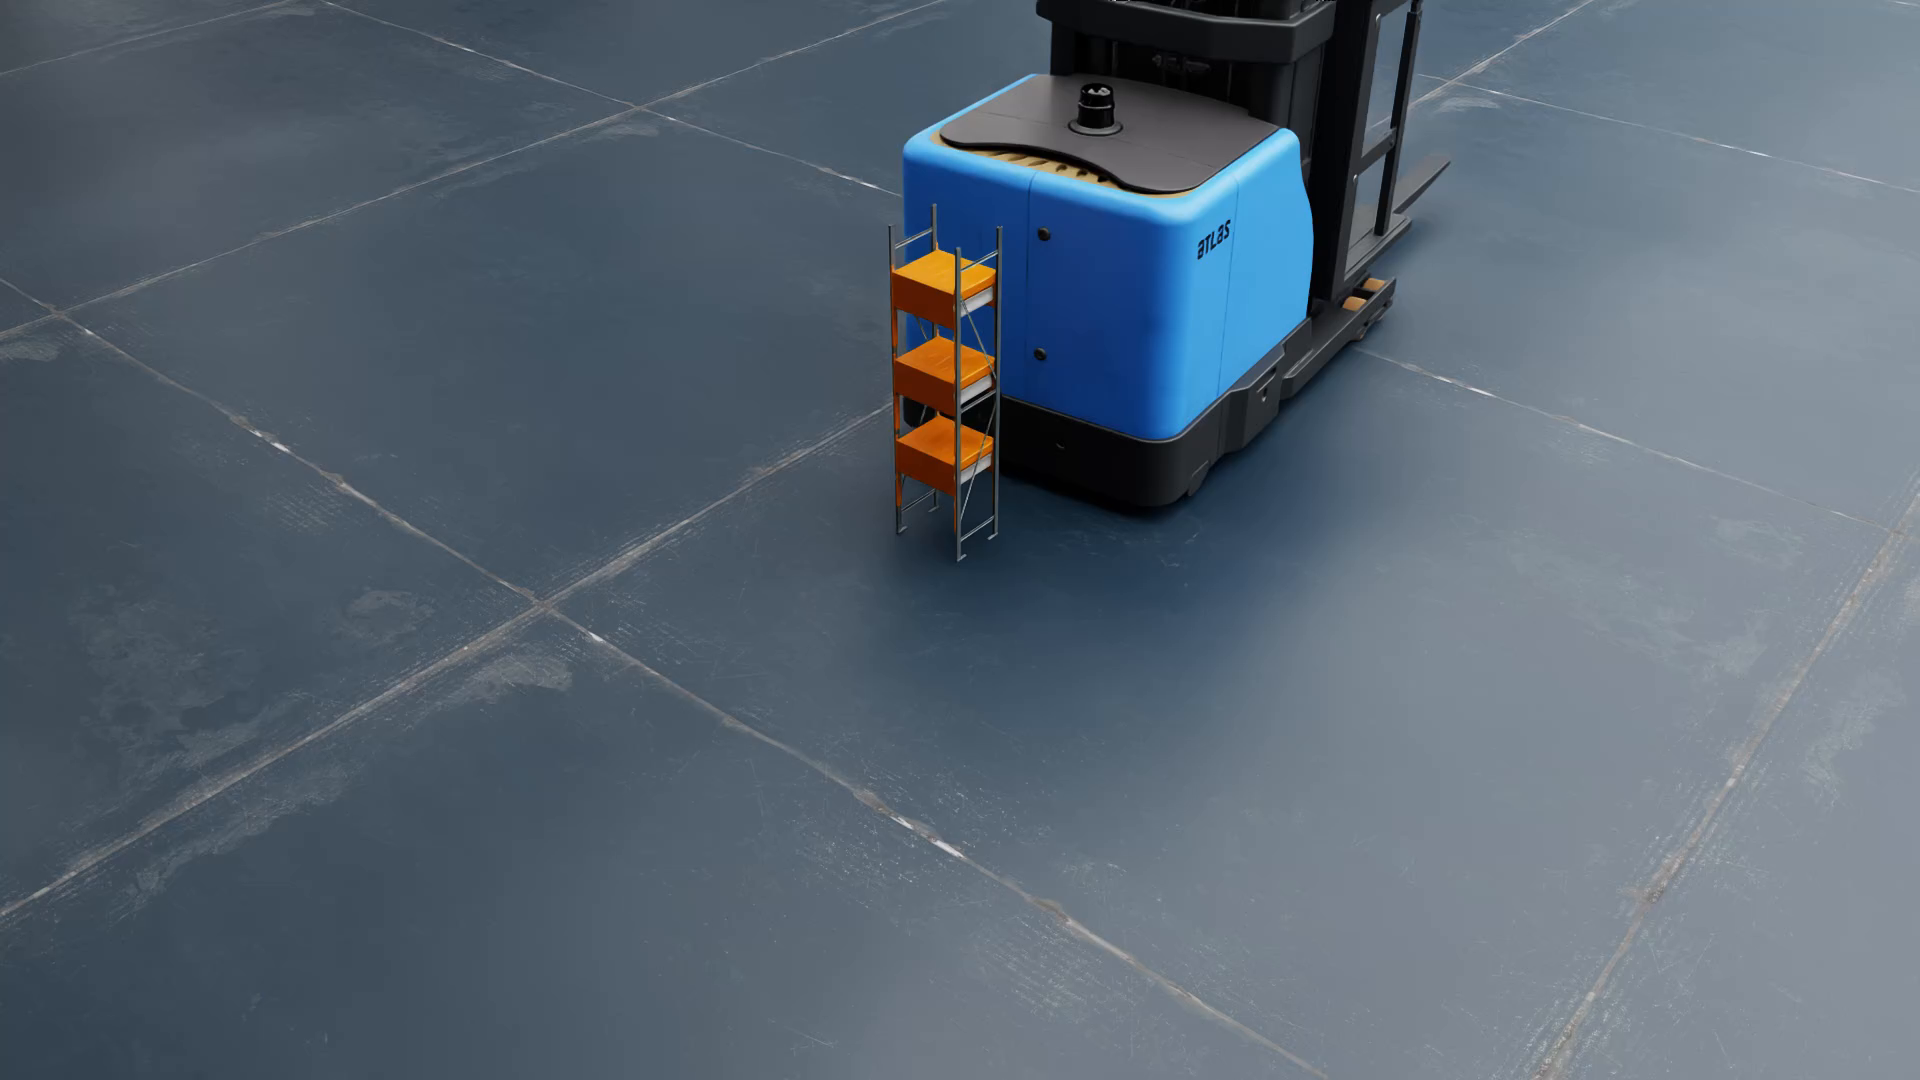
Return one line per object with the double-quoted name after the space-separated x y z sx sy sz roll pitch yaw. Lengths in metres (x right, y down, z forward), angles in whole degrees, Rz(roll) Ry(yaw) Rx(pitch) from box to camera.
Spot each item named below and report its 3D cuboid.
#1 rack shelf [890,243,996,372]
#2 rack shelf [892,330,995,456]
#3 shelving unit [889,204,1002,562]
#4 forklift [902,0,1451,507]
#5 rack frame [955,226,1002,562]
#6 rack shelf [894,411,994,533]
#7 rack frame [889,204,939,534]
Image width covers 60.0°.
-0.041 -0.677 4.826 0.240 0.259 0.215 25 42 32 "rack shelf"
-0.041 -0.443 4.987 0.240 0.259 0.215 25 42 32 "rack shelf"
-0.041 -0.452 4.981 0.252 1.050 0.215 25 42 32 "shelving unit"
1.040 -2.106 5.728 1.130 2.935 3.031 21 40 27 "forklift"
0.053 -0.408 4.917 0.008 1.050 0.200 25 42 32 "rack frame"
-0.041 -0.214 5.144 0.240 0.259 0.215 25 42 32 "rack shelf"
-0.135 -0.496 5.045 0.008 1.050 0.200 25 42 32 "rack frame"
